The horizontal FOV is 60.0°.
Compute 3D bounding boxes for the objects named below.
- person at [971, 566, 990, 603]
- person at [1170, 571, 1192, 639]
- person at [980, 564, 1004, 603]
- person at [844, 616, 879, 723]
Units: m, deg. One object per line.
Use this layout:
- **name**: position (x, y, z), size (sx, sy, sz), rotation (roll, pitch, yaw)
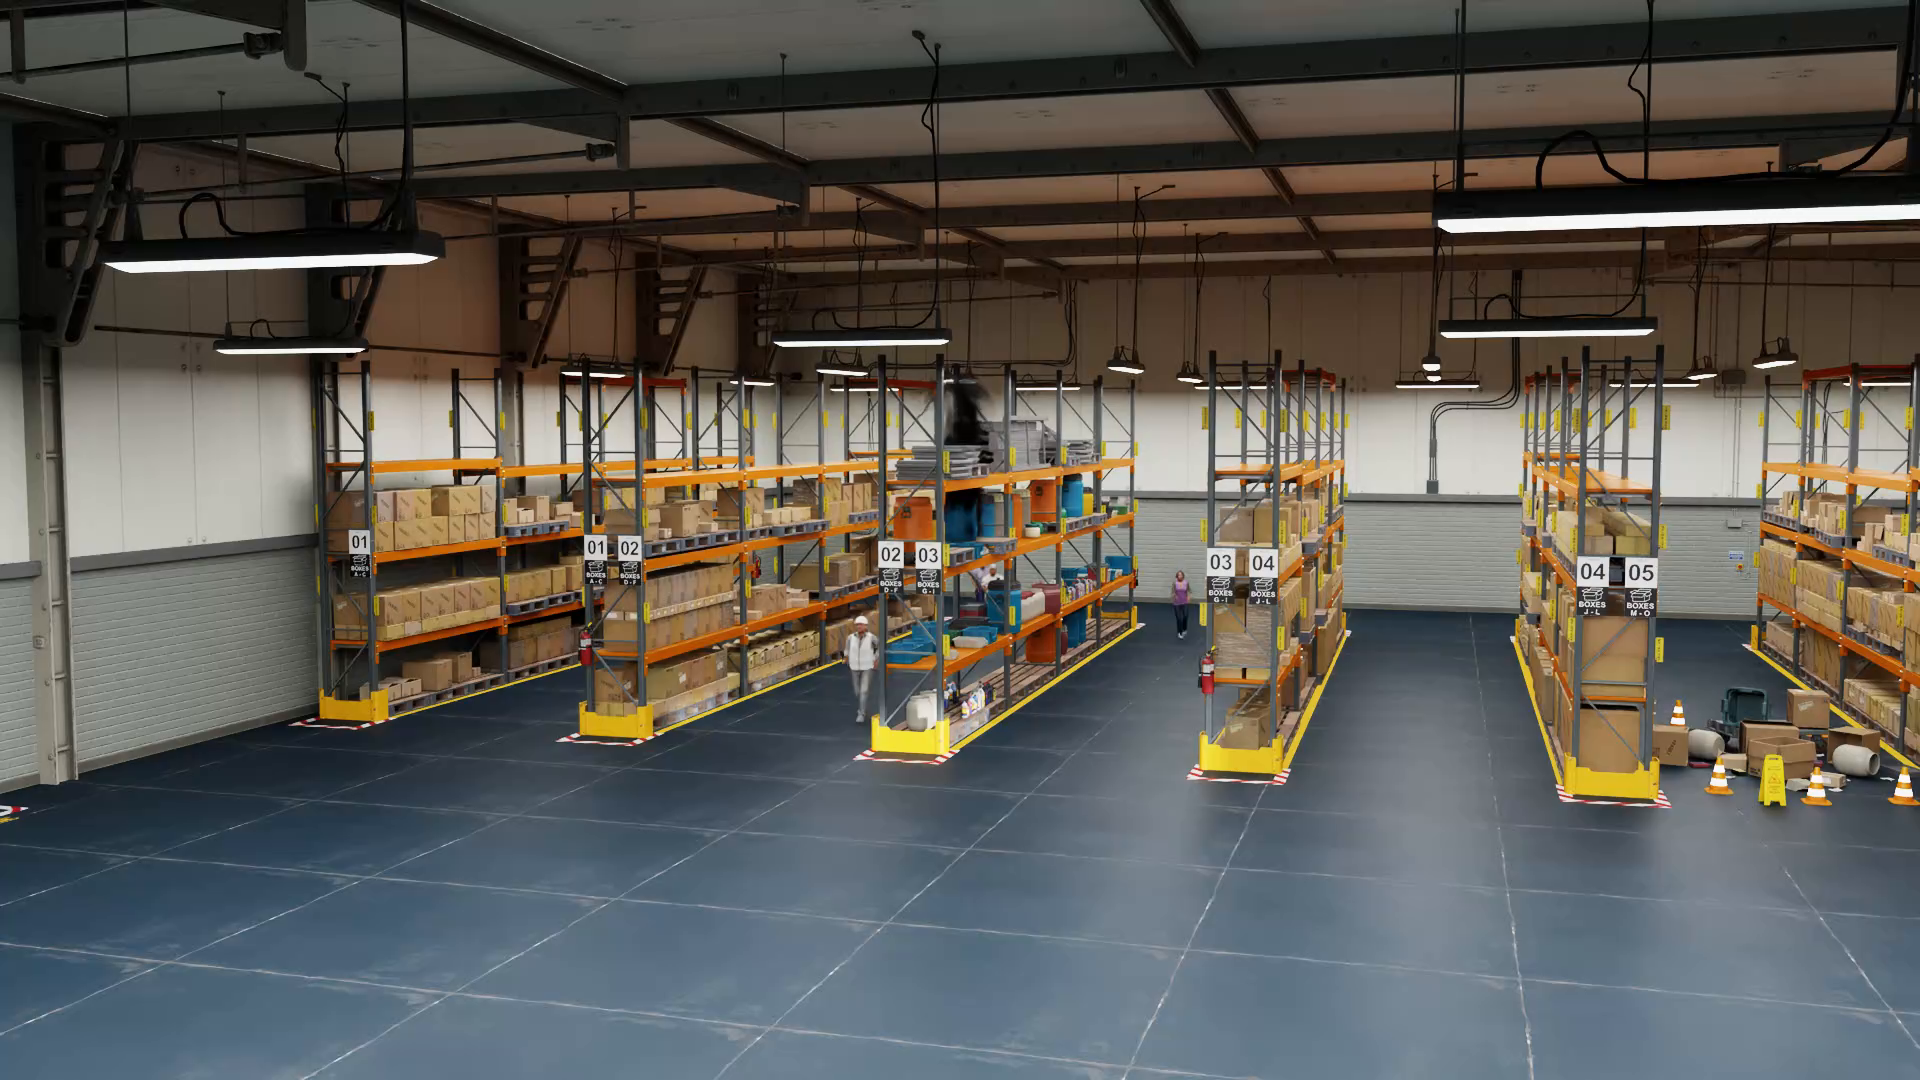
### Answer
- **person**: position (0.599, 1.254, 41.253), size (0.627, 1.615, 0.564), rotation (-1, 4, -11)
- **person**: position (5.066, 1.485, 38.100), size (0.509, 1.573, 0.631), rotation (0, 4, 4)
- **person**: position (0.765, 1.386, 38.683), size (0.599, 1.669, 0.933), rotation (1, 4, 8)
- **person**: position (-1.618, 2.136, 27.903), size (0.650, 1.754, 0.876), rotation (1, 4, 12)
